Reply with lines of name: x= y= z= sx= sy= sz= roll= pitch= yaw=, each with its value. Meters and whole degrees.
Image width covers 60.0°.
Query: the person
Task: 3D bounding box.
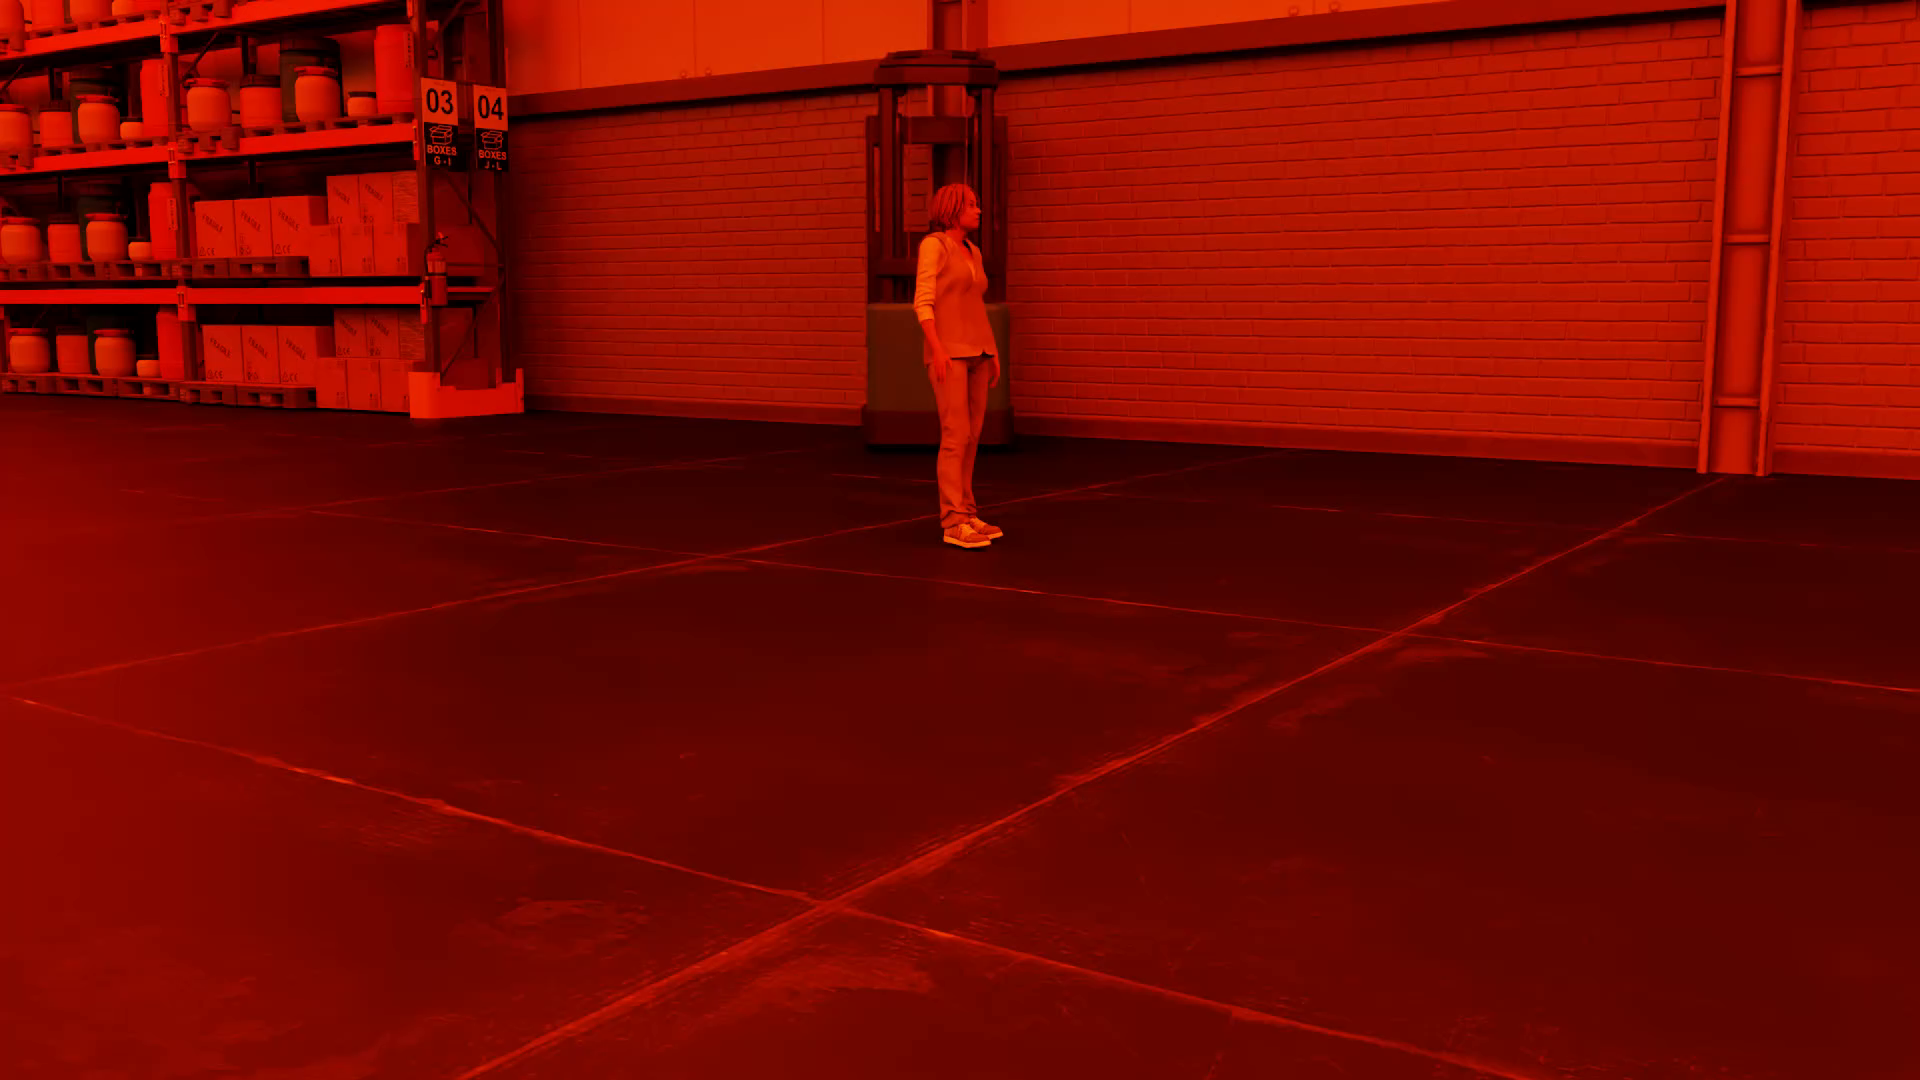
person: x=0.053 y=-0.791 z=7.438 sx=0.475 sy=1.597 sz=0.520 roll=5 pitch=10 yaw=34

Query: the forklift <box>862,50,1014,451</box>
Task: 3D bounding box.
forklift: x=-0.186 y=-2.273 z=13.175 sx=1.130 sy=2.935 sz=3.031 roll=0 pitch=8 yaw=-1
